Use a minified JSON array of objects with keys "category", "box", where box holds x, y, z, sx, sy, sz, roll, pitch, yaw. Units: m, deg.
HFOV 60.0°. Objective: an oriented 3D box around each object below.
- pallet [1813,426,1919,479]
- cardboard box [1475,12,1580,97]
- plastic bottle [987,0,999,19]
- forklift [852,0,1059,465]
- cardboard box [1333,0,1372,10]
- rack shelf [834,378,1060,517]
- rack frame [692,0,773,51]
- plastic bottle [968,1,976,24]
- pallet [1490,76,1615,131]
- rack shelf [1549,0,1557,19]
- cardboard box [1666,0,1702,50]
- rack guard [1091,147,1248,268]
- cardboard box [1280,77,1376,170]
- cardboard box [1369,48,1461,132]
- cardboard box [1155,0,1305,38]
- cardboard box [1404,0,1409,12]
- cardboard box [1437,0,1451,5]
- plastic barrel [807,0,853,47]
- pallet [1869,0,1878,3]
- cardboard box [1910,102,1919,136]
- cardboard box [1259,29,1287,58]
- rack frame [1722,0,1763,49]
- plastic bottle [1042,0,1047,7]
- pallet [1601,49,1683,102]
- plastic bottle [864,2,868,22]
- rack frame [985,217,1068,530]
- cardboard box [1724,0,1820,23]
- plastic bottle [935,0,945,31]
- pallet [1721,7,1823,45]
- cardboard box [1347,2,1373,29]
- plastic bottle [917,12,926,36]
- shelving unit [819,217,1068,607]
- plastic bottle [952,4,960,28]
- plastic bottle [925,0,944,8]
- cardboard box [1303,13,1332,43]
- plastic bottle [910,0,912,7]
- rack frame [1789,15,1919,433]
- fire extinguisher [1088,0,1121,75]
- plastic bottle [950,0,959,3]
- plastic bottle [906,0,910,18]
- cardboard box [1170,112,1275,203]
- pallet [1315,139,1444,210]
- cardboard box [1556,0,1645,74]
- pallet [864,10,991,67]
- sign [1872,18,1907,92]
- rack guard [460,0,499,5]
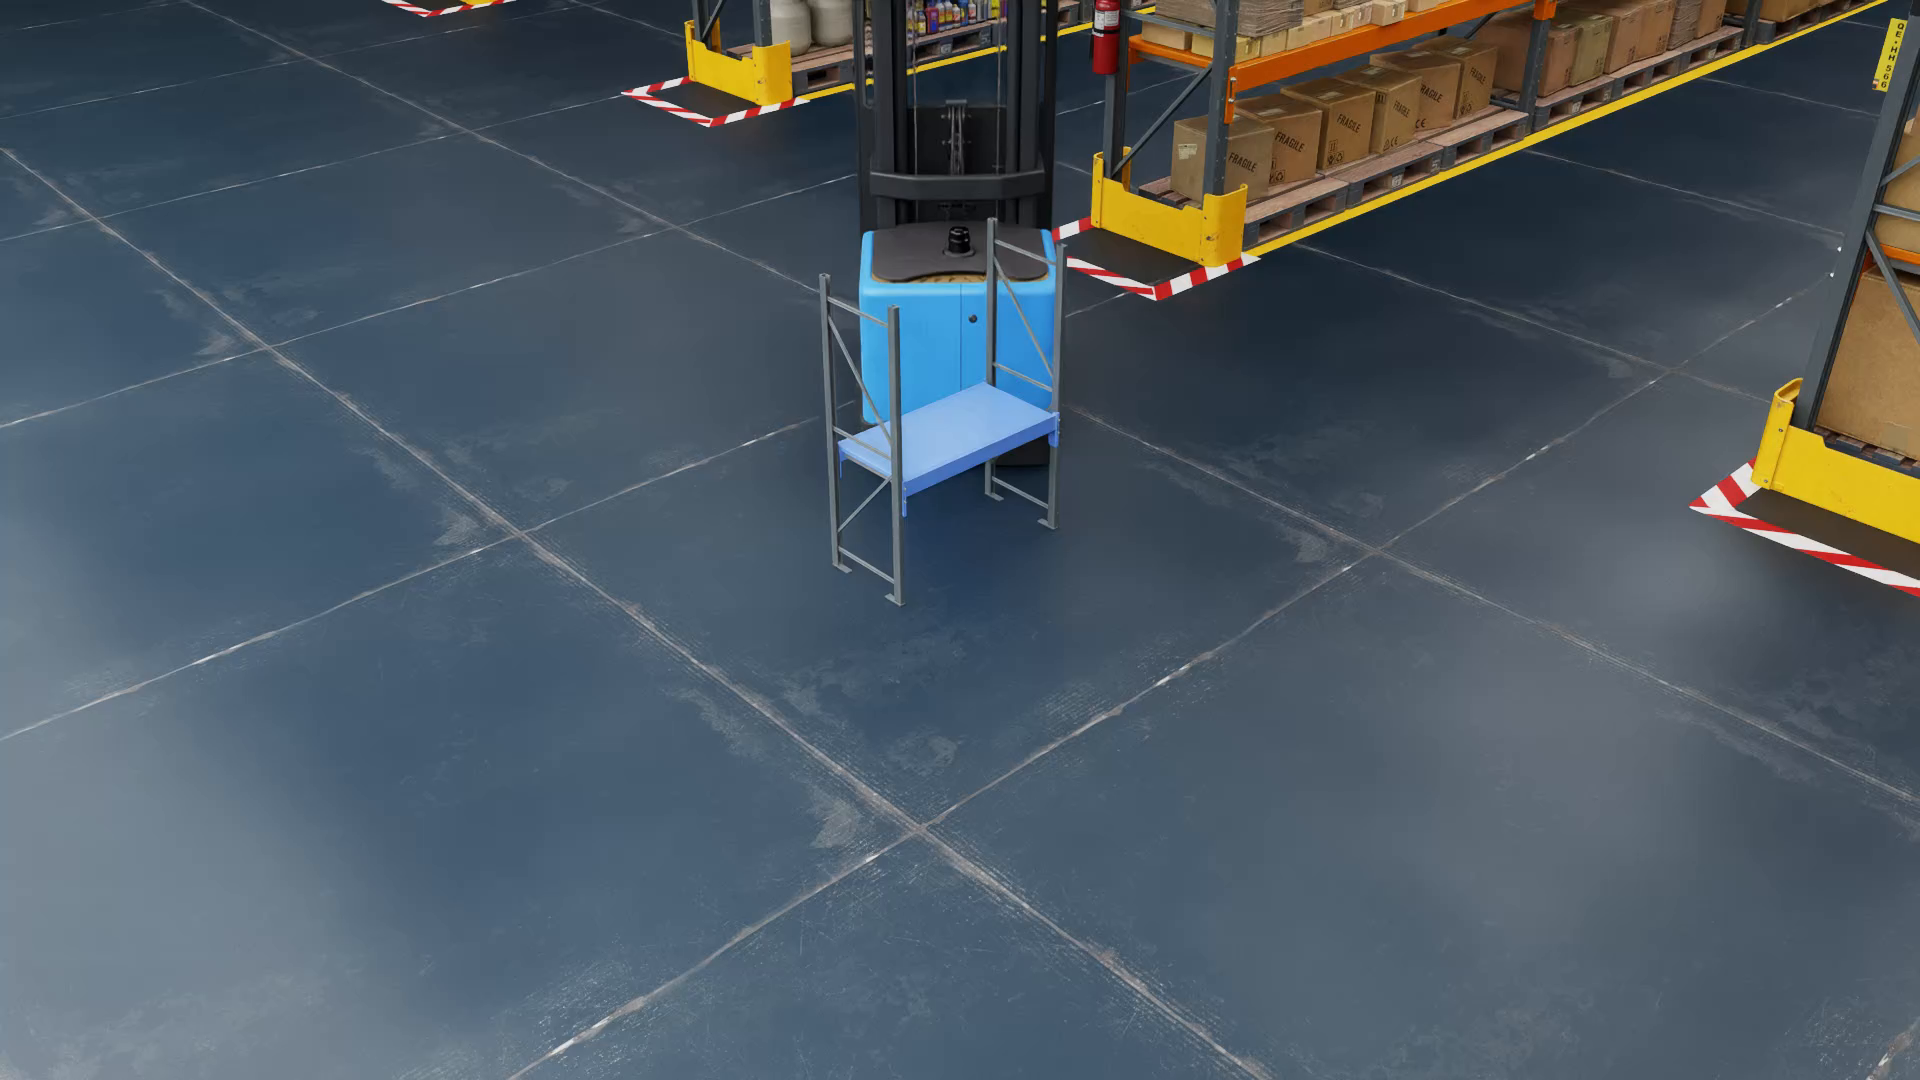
[{"category":"pallet","box":[5.214,-0.560,8.964,1.213,0.211,1.003,-26,40,-35]},{"category":"cardboard box","box":[4.781,-4.119,14.086,0.700,0.500,0.500,26,40,35]},{"category":"plastic bottle","box":[0.295,-5.219,16.028,0.185,0.351,0.144,-26,40,-36]},{"category":"forklift","box":[-0.033,-2.370,9.317,1.130,2.935,3.031,-1,31,-1]},{"category":"cardboard box","box":[2.486,-4.108,11.712,0.500,0.500,0.875,-26,40,-35]},{"category":"rack shelf","box":[-0.063,-0.456,7.903,1.000,0.185,0.538,-26,40,-35]},{"category":"rack frame","box":[-1.985,-5.264,13.984,0.127,3.000,1.000,-26,40,-35]},{"category":"plastic bottle","box":[0.105,-5.047,15.889,0.097,0.201,0.097,0,31,0]},{"category":"pallet","box":[4.886,-3.876,14.386,1.213,0.211,1.003,-26,40,-35]},{"category":"rack shelf","box":[5.783,-5.191,14.553,4.000,0.370,1.077,-26,40,-35]},{"category":"cardboard box","box":[6.373,-4.882,15.332,0.700,0.500,0.500,25,40,35]},{"category":"rack guard","box":[1.439,-2.330,11.581,0.348,0.500,1.175,-26,40,-35]},{"category":"cardboard box","box":[2.739,-3.137,12.499,0.500,0.500,0.500,-22,38,-31]},{"category":"cardboard box","box":[3.581,-3.569,13.204,0.500,0.500,0.500,-13,34,-21]},{"category":"cardboard box","box":[1.805,-3.724,11.083,0.500,0.500,0.875,-26,40,-35]},{"category":"cardboard box","box":[3.013,-3.907,12.004,0.250,0.149,0.380,-26,40,-35]},{"category":"cardboard box","box":[3.408,-4.068,12.268,0.250,0.149,0.380,-26,40,-35]},{"category":"plastic barrel","box":[-1.186,-4.823,15.244,0.421,0.512,0.421,0,31,0]},{"category":"pallet","box":[9.668,-6.134,18.079,1.213,0.211,1.003,-26,40,-35]},{"category":"cardboard box","box":[4.980,-2.078,7.594,0.550,0.550,0.875,-26,40,-35]},{"category":"cardboard box","box":[1.950,-3.354,11.100,0.250,0.149,0.380,-26,40,-35]},{"category":"rack frame","box":[7.249,-6.207,15.526,0.127,3.000,1.000,-26,40,-35]},{"category":"plastic bottle","box":[0.820,-5.415,16.413,0.133,0.283,0.061,-24,39,-33]},{"category":"pallet","box":[5.781,-4.310,15.097,1.213,0.211,1.003,-26,40,-35]},{"category":"plastic bottle","box":[-0.936,-5.077,15.939,0.097,0.201,0.097,0,31,0]},{"category":"rack frame","box":[0.310,-0.790,8.104,0.032,1.500,0.500,-26,40,-35]},{"category":"cardboard box","box":[7.769,-5.717,16.358,1.225,0.875,0.875,27,41,37]},{"category":"plastic bottle","box":[-0.192,-4.934,15.636,0.097,0.271,0.097,0,31,0]},{"category":"pallet","box":[7.879,-5.268,16.663,1.213,0.211,1.003,-26,40,-35]},{"category":"cardboard box","box":[2.666,-3.718,11.696,0.250,0.149,0.380,-26,40,-35]},{"category":"plastic bottle","box":[-0.367,-4.819,15.516,0.097,0.201,0.097,0,31,0]},{"category":"shelving unit","box":[-0.063,-0.610,7.809,1.048,1.500,0.538,-26,40,-35]},{"category":"plastic bottle","box":[-0.046,-4.974,15.770,0.097,0.201,0.097,0,31,0]},{"category":"plastic bottle","box":[-0.257,-5.316,16.257,0.135,0.276,0.152,-26,40,-35]},{"category":"cardboard box","box":[2.313,-3.533,11.394,0.250,0.149,0.380,-26,40,-35]},{"category":"plastic bottle","box":[-0.512,-5.329,16.208,0.185,0.351,0.144,-24,39,-34]},{"category":"rack frame","box":[4.681,-1.436,7.724,0.127,3.000,1.000,-26,40,-35]},{"category":"fire extinguisher","box":[0.986,-3.472,11.127,0.183,0.674,0.296,-26,40,-35]},{"category":"plastic bottle","box":[-0.064,-5.546,16.562,0.144,0.351,0.185,27,41,37]},{"category":"plastic bottle","box":[-0.532,-5.164,16.081,0.097,0.201,0.097,0,31,0]},{"category":"cardboard box","box":[1.852,-2.697,11.780,0.500,0.500,0.500,-18,36,-27]},{"category":"pallet","box":[2.953,-2.912,12.810,1.213,0.211,1.003,-26,40,-35]},{"category":"cardboard box","box":[5.553,-4.480,14.675,0.700,0.500,0.500,25,40,35]},{"category":"pallet","box":[-0.467,-4.836,15.957,1.213,0.211,1.003,-26,40,-35]},{"category":"sign","box":[4.323,-2.244,7.707,0.005,0.325,0.100,-26,40,-35]},{"category":"rack guard","box":[-5.367,-6.086,17.723,0.348,0.500,1.175,-26,40,-35]}]
